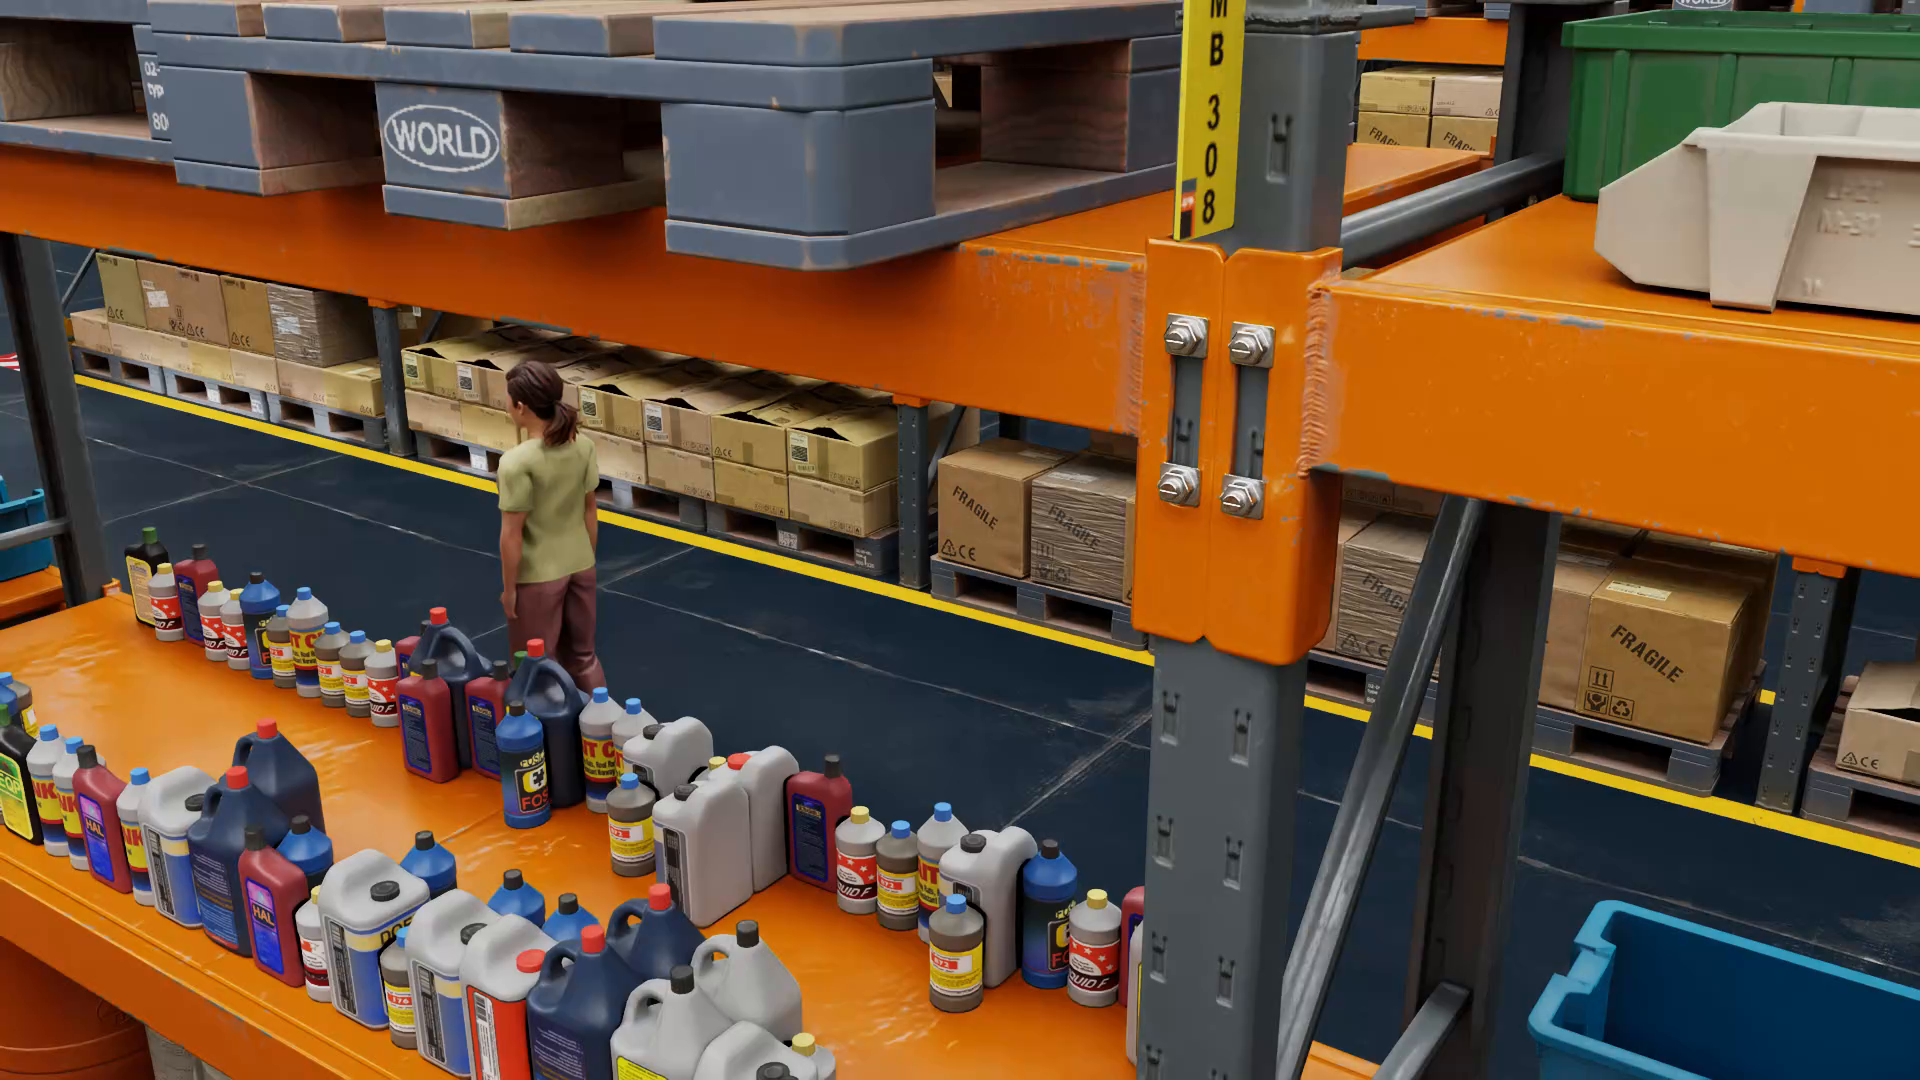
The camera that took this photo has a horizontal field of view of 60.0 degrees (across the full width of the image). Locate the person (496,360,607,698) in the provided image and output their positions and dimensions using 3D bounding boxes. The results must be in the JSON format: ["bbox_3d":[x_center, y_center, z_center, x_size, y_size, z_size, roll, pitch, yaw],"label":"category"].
[{"bbox_3d":[-1.516,0.150,6.170,0.362,1.672,0.442,14,24,33],"label":"person"}]
